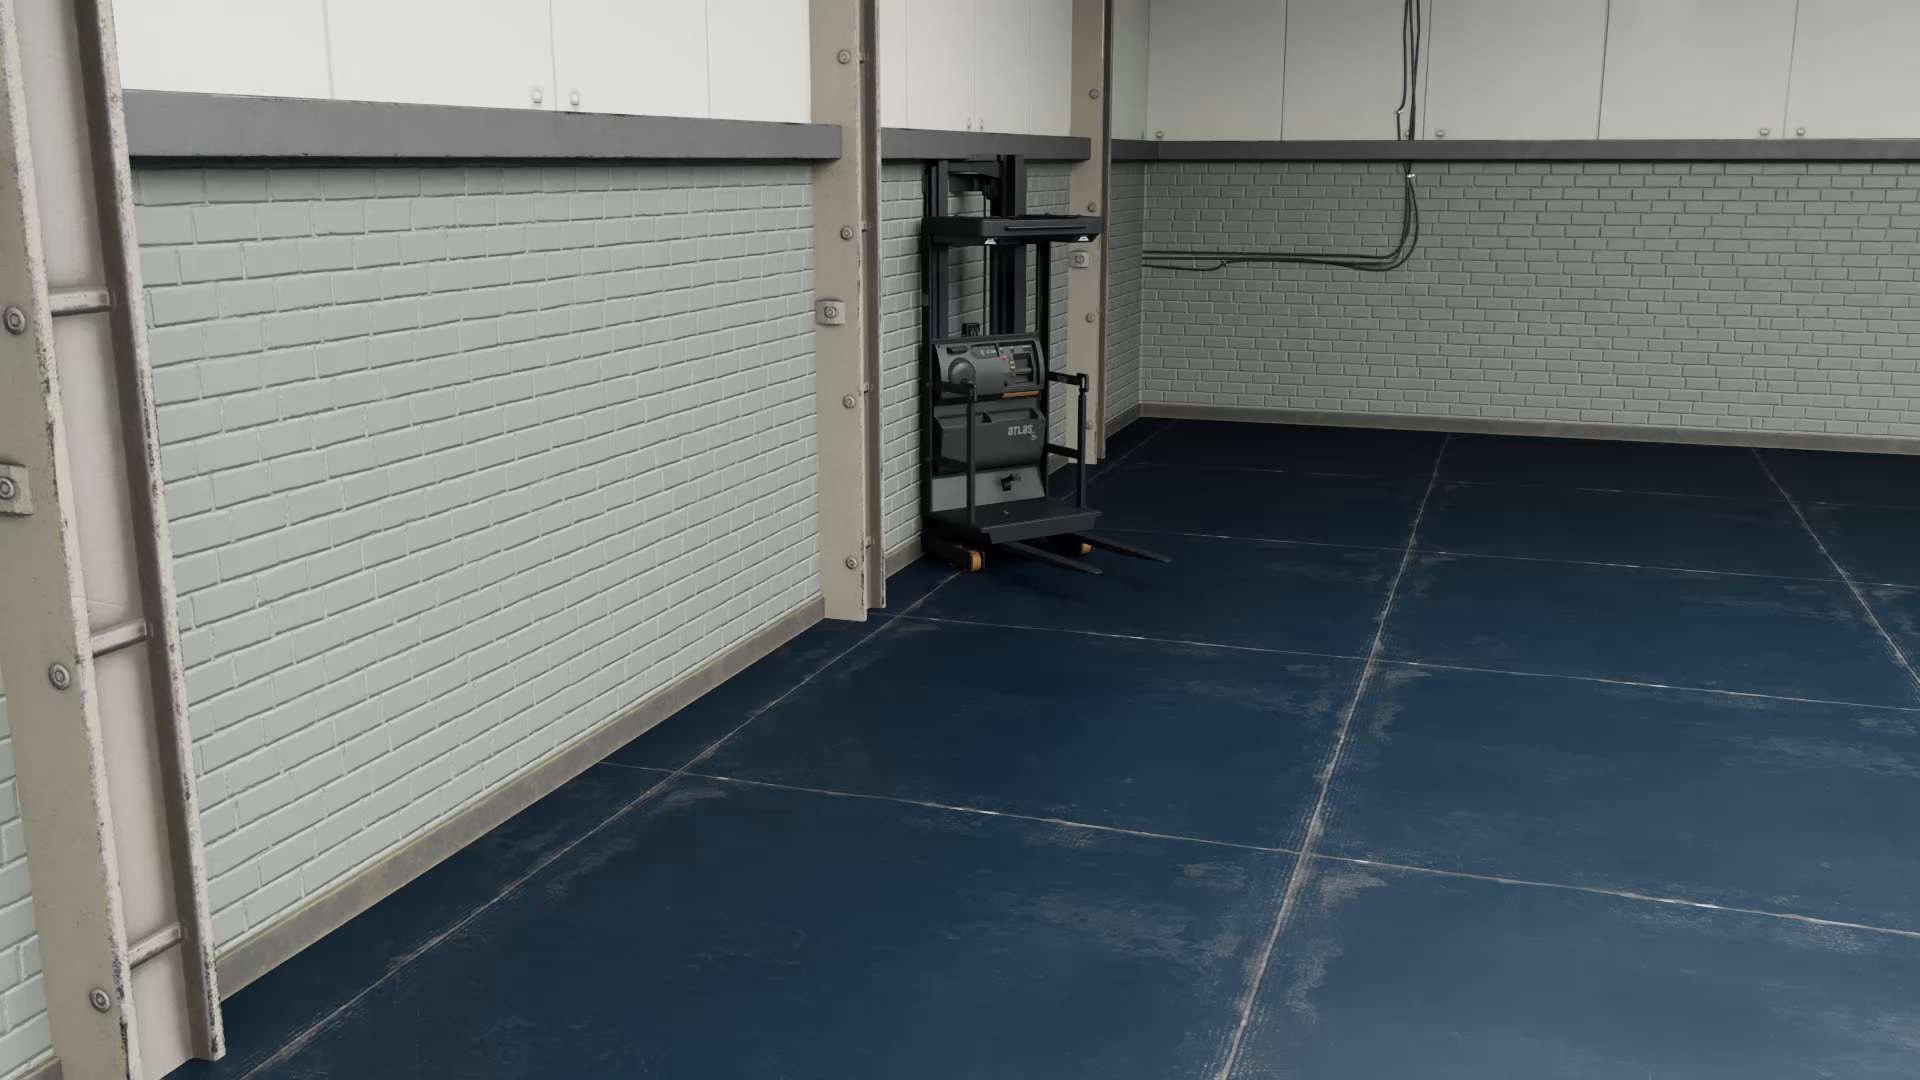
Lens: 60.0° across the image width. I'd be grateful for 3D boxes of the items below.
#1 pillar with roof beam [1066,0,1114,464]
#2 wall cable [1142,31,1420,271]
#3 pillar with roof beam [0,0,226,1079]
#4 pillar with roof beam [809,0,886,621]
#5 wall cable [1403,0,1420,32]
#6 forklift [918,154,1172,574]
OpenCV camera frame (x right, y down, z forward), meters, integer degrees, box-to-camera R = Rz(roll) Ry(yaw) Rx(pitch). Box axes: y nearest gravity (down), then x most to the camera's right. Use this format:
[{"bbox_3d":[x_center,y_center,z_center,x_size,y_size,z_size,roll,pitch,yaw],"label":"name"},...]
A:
[{"bbox_3d":[5.313,-4.870,14.100,9.100,9.000,0.400,4,14,18],"label":"pillar with roof beam"},{"bbox_3d":[3.444,-4.191,18.104,3.097,2.526,0.112,4,14,18],"label":"wall cable"},{"bbox_3d":[1.431,-2.343,3.030,9.100,9.000,0.400,4,14,18],"label":"pillar with roof beam"},{"bbox_3d":[3.372,-3.606,8.565,9.100,9.000,0.400,4,14,18],"label":"pillar with roof beam"},{"bbox_3d":[6.004,-6.458,16.689,3.097,2.526,0.112,4,14,18],"label":"wall cable"},{"bbox_3d":[0.343,-1.313,12.155,1.130,2.935,3.031,-8,15,-32],"label":"forklift"}]
